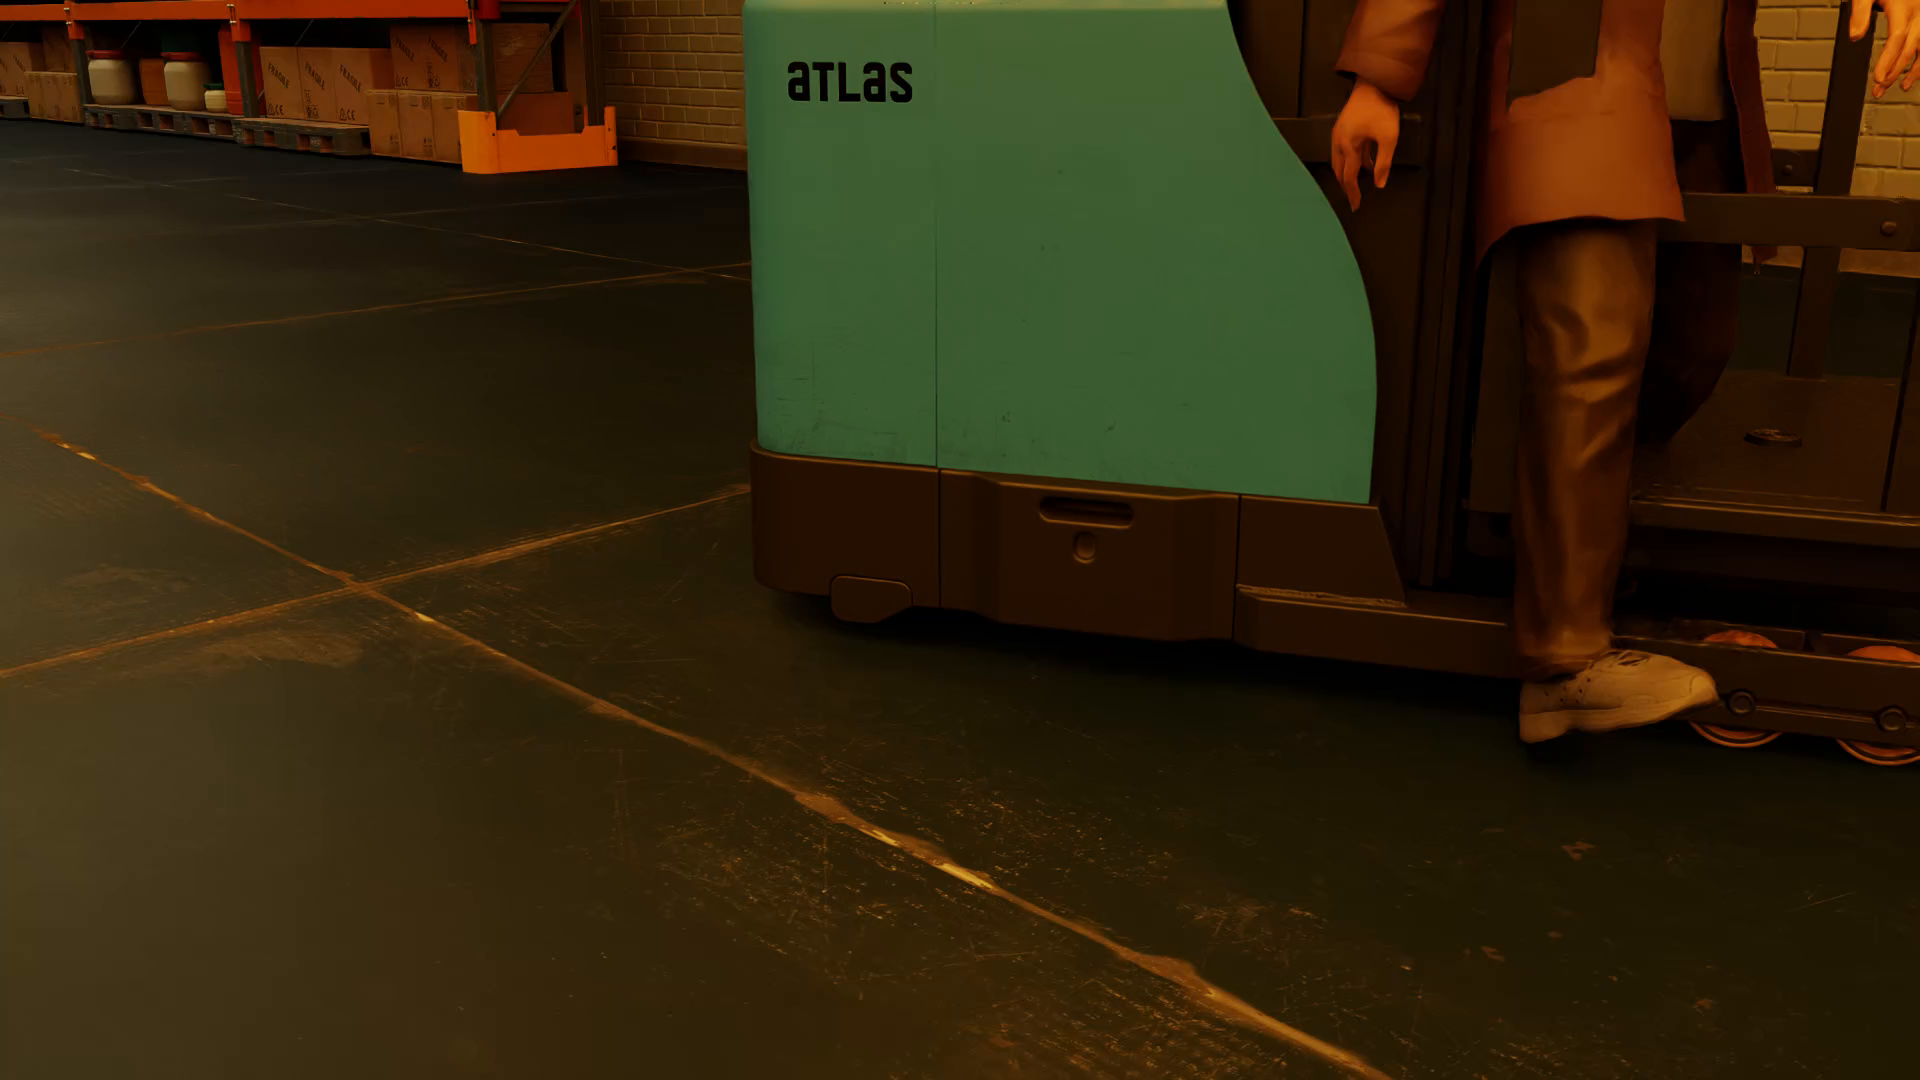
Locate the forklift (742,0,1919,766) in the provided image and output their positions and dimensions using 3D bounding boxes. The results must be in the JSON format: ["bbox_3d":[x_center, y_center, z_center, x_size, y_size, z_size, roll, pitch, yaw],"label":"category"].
[{"bbox_3d":[1.209,-1.257,2.496,3.031,2.935,1.130,6,18,18],"label":"forklift"}]

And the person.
[{"bbox_3d":[0.908,-0.603,2.351,0.744,1.747,0.921,-7,19,-23],"label":"person"}]
